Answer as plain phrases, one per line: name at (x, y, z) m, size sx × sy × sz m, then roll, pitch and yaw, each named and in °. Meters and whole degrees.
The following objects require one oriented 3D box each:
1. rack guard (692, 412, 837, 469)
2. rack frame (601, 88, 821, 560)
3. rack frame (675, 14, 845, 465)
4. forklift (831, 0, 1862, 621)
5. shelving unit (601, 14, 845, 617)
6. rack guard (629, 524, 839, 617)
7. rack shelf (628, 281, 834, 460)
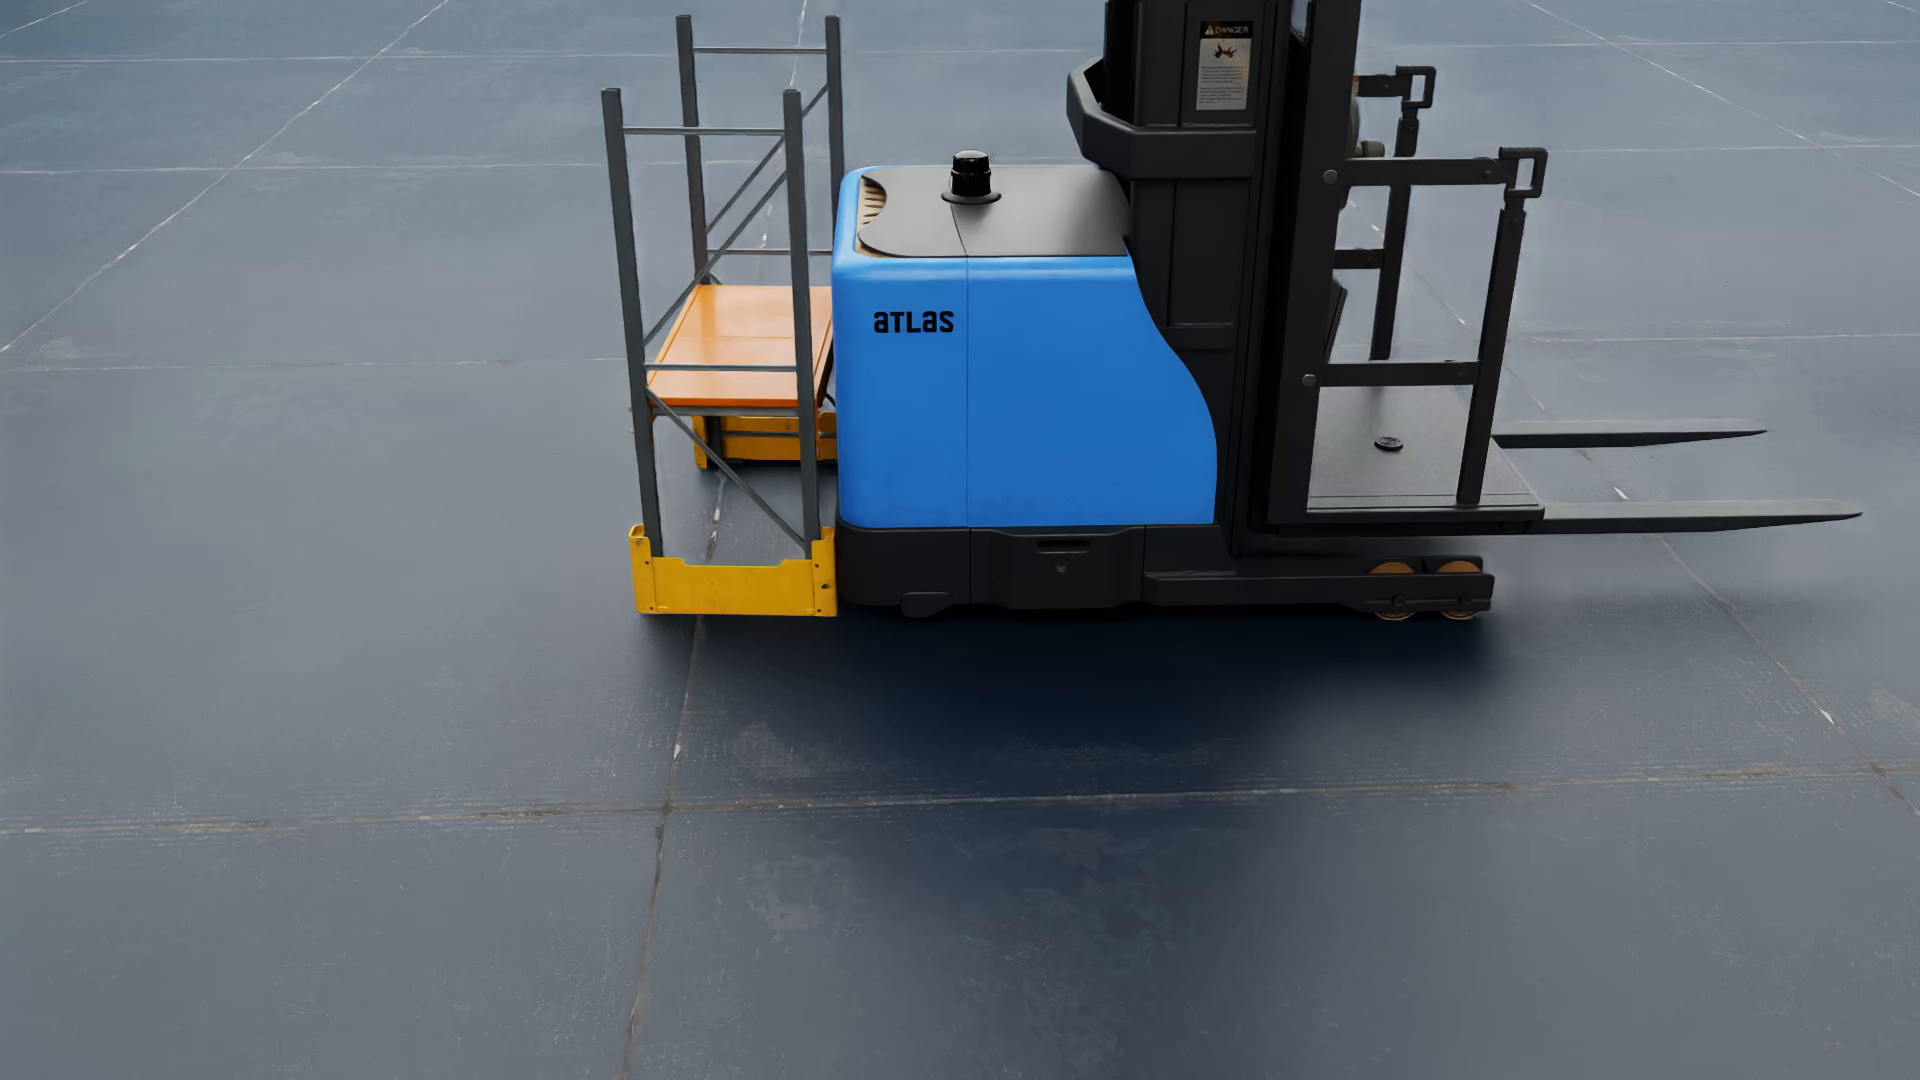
rack guard at (-0.618, -0.372, 5.692) m, size 0.587 × 0.250 × 0.087 m, roll 1°, pitch 28°, yaw 2°
rack frame at (-0.650, -0.465, 4.520) m, size 0.500 × 1.500 × 0.032 m, roll 1°, pitch 28°, yaw 2°
rack frame at (-0.617, -0.935, 5.420) m, size 0.500 × 1.500 × 0.032 m, roll 1°, pitch 28°, yaw 2°
forklift at (1.147, -1.312, 4.595) m, size 3.031 × 2.935 × 1.130 m, roll -1°, pitch 28°, yaw -2°
shelving unit at (-0.634, -0.696, 4.962) m, size 0.587 × 1.500 × 1.083 m, roll 1°, pitch 28°, yaw 2°
rack guard at (-0.650, 0.089, 4.810) m, size 0.587 × 0.250 × 0.087 m, roll 1°, pitch 28°, yaw 2°
rack shelf at (-0.634, -0.540, 5.053) m, size 0.538 × 0.185 × 1.000 m, roll 1°, pitch 28°, yaw 2°
